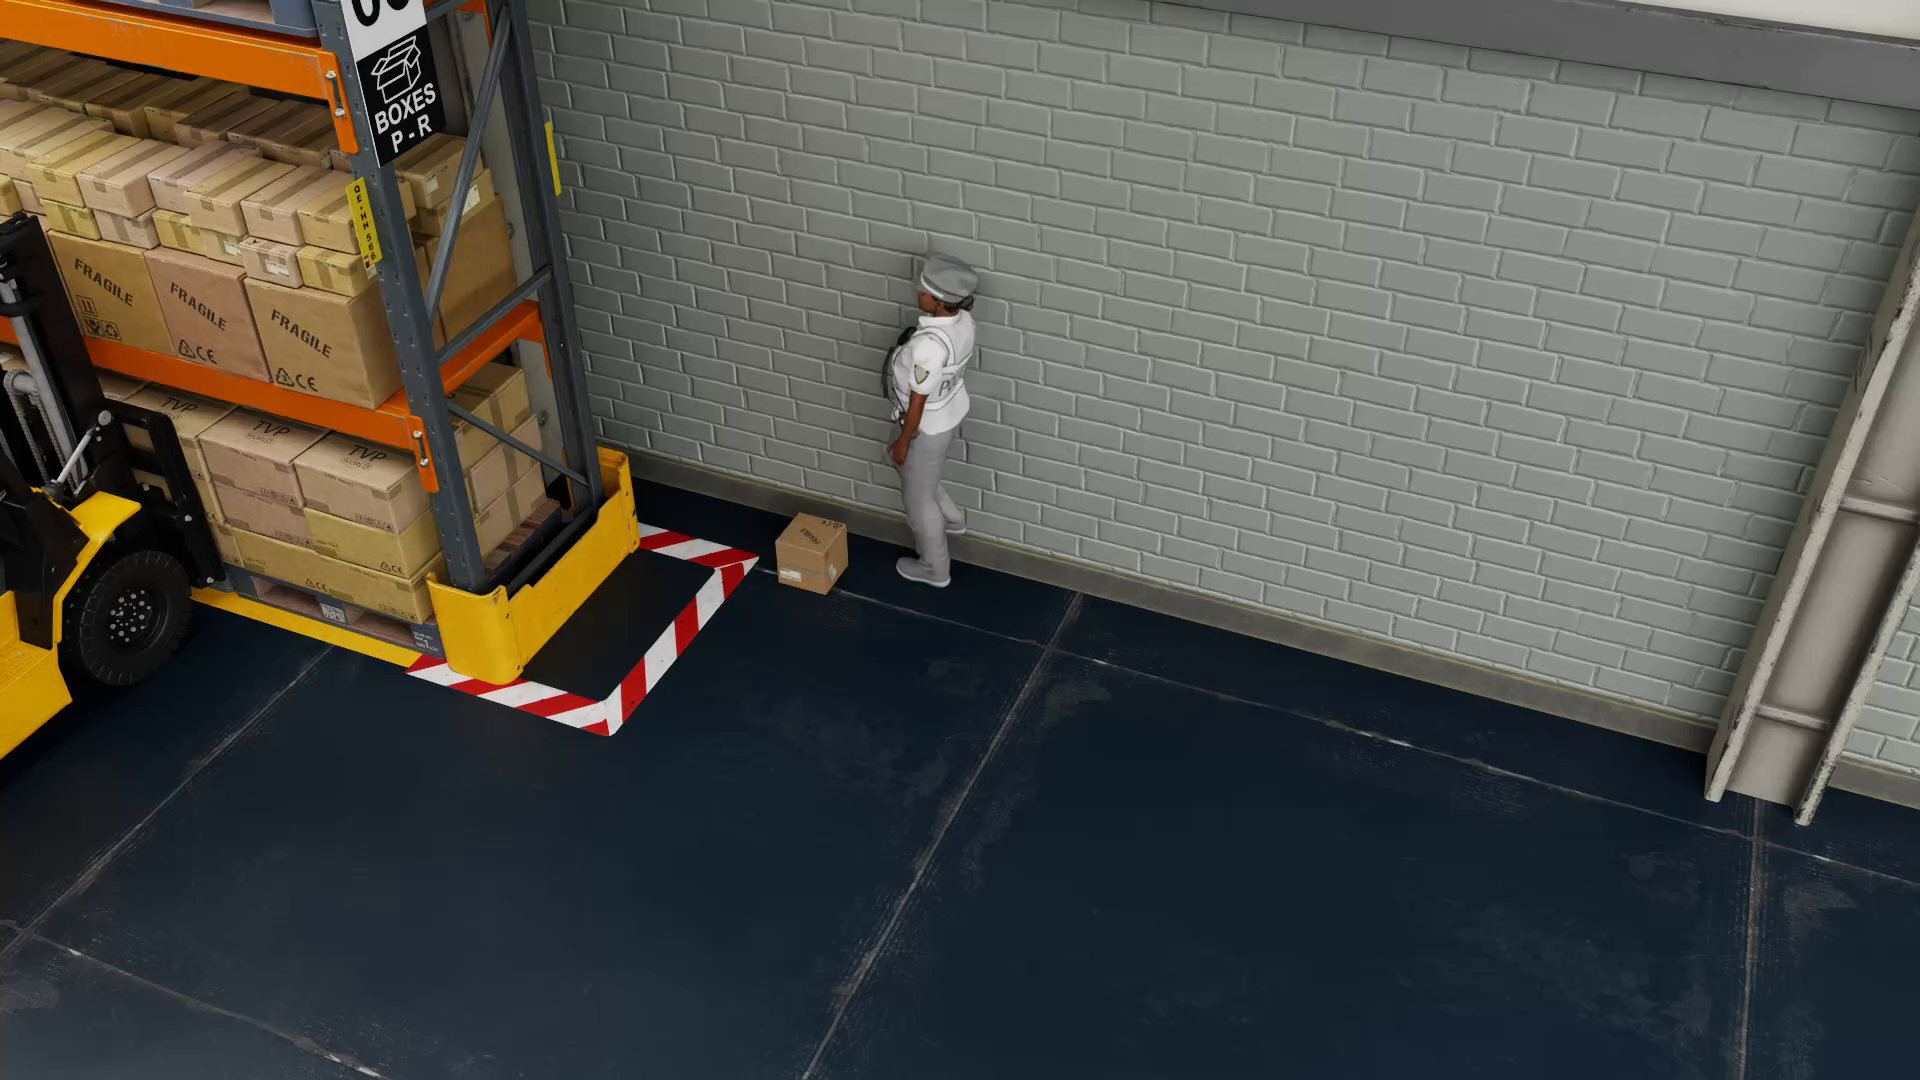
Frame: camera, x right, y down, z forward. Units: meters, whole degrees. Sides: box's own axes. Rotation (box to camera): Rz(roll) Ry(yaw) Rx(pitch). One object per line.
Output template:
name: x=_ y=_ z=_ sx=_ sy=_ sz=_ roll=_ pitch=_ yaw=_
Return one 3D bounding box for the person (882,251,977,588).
person: x=-0.170 y=-0.540 z=7.499 sx=0.502 sy=1.679 sz=0.437 roll=15 pitch=40 yaw=19
